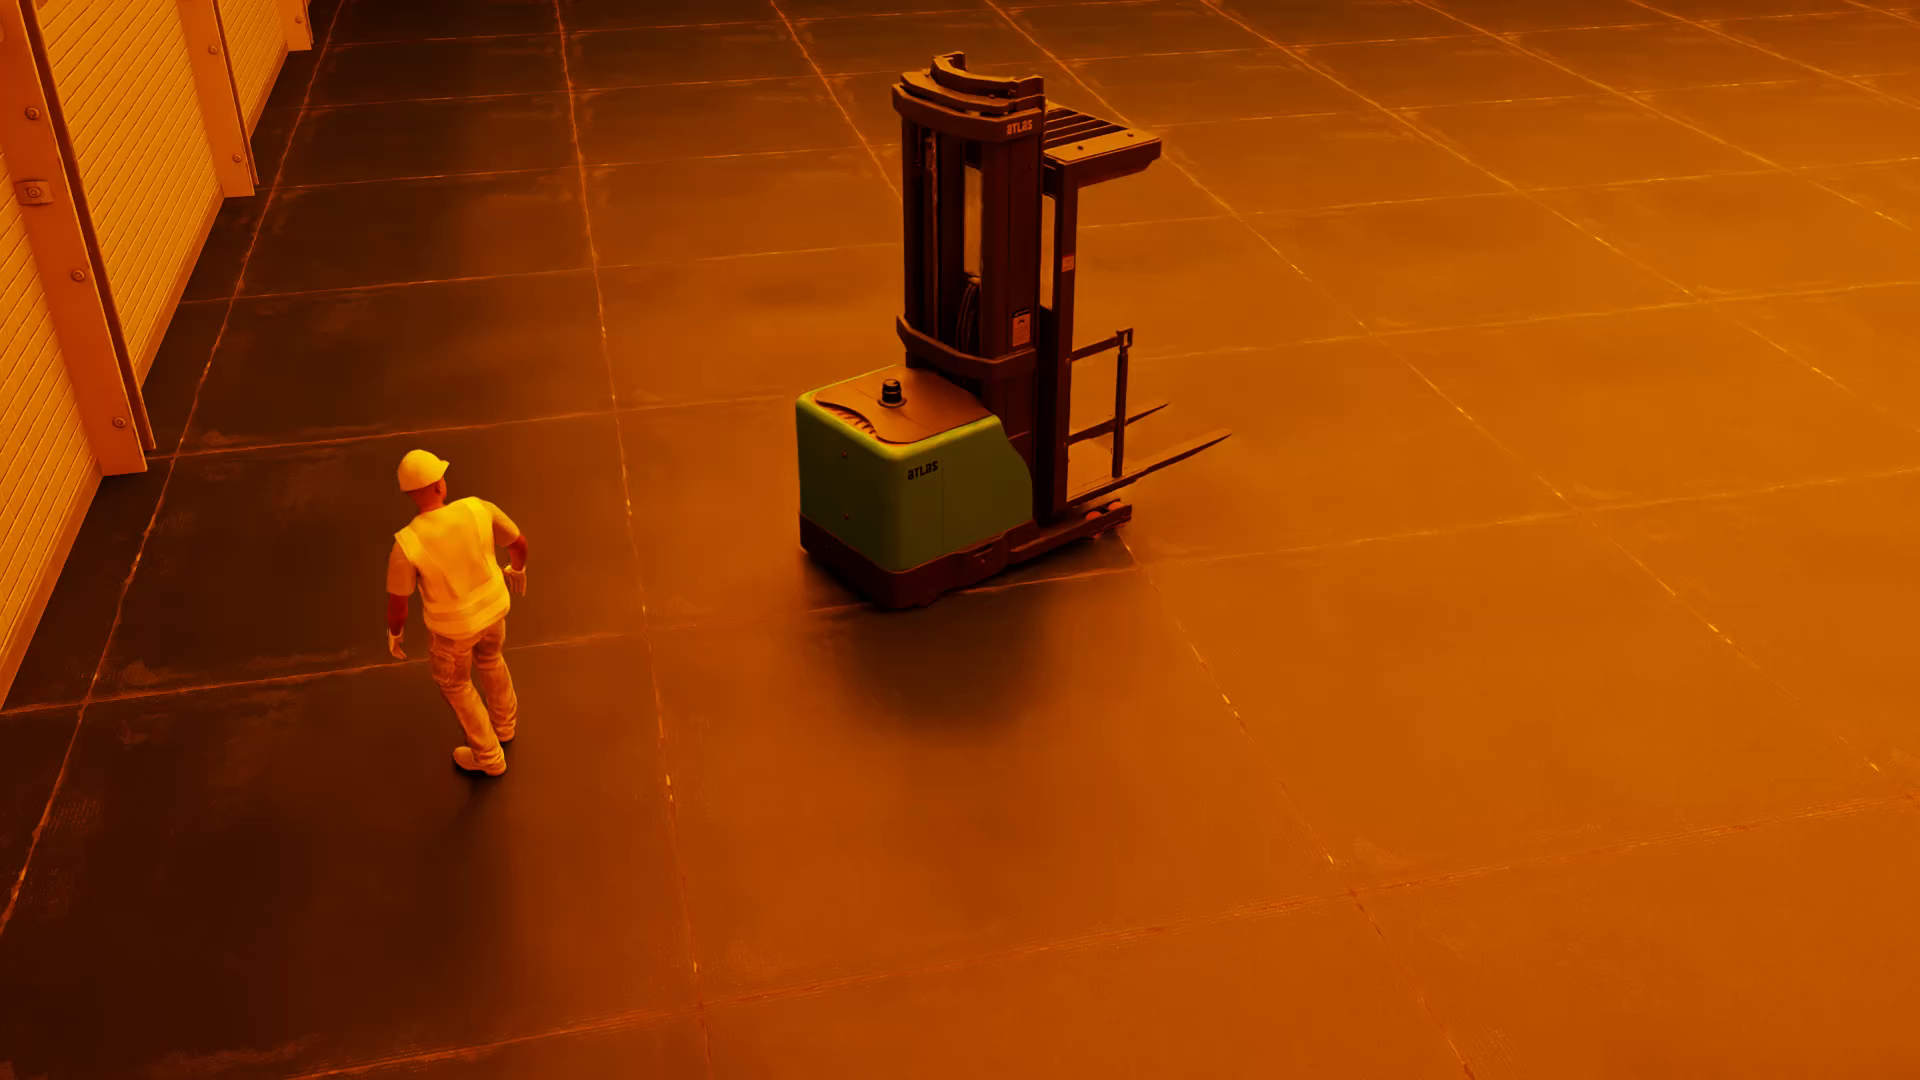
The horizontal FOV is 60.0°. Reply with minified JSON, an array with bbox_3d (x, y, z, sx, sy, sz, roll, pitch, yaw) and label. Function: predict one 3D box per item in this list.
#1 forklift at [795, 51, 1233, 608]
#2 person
[{"bbox_3d":[0.471,-1.468,10.110,3.031,2.935,1.130,-22,37,-33],"label":"forklift"},{"bbox_3d":[-2.484,0.339,8.156,0.518,1.764,0.784,21,36,32],"label":"person"}]
